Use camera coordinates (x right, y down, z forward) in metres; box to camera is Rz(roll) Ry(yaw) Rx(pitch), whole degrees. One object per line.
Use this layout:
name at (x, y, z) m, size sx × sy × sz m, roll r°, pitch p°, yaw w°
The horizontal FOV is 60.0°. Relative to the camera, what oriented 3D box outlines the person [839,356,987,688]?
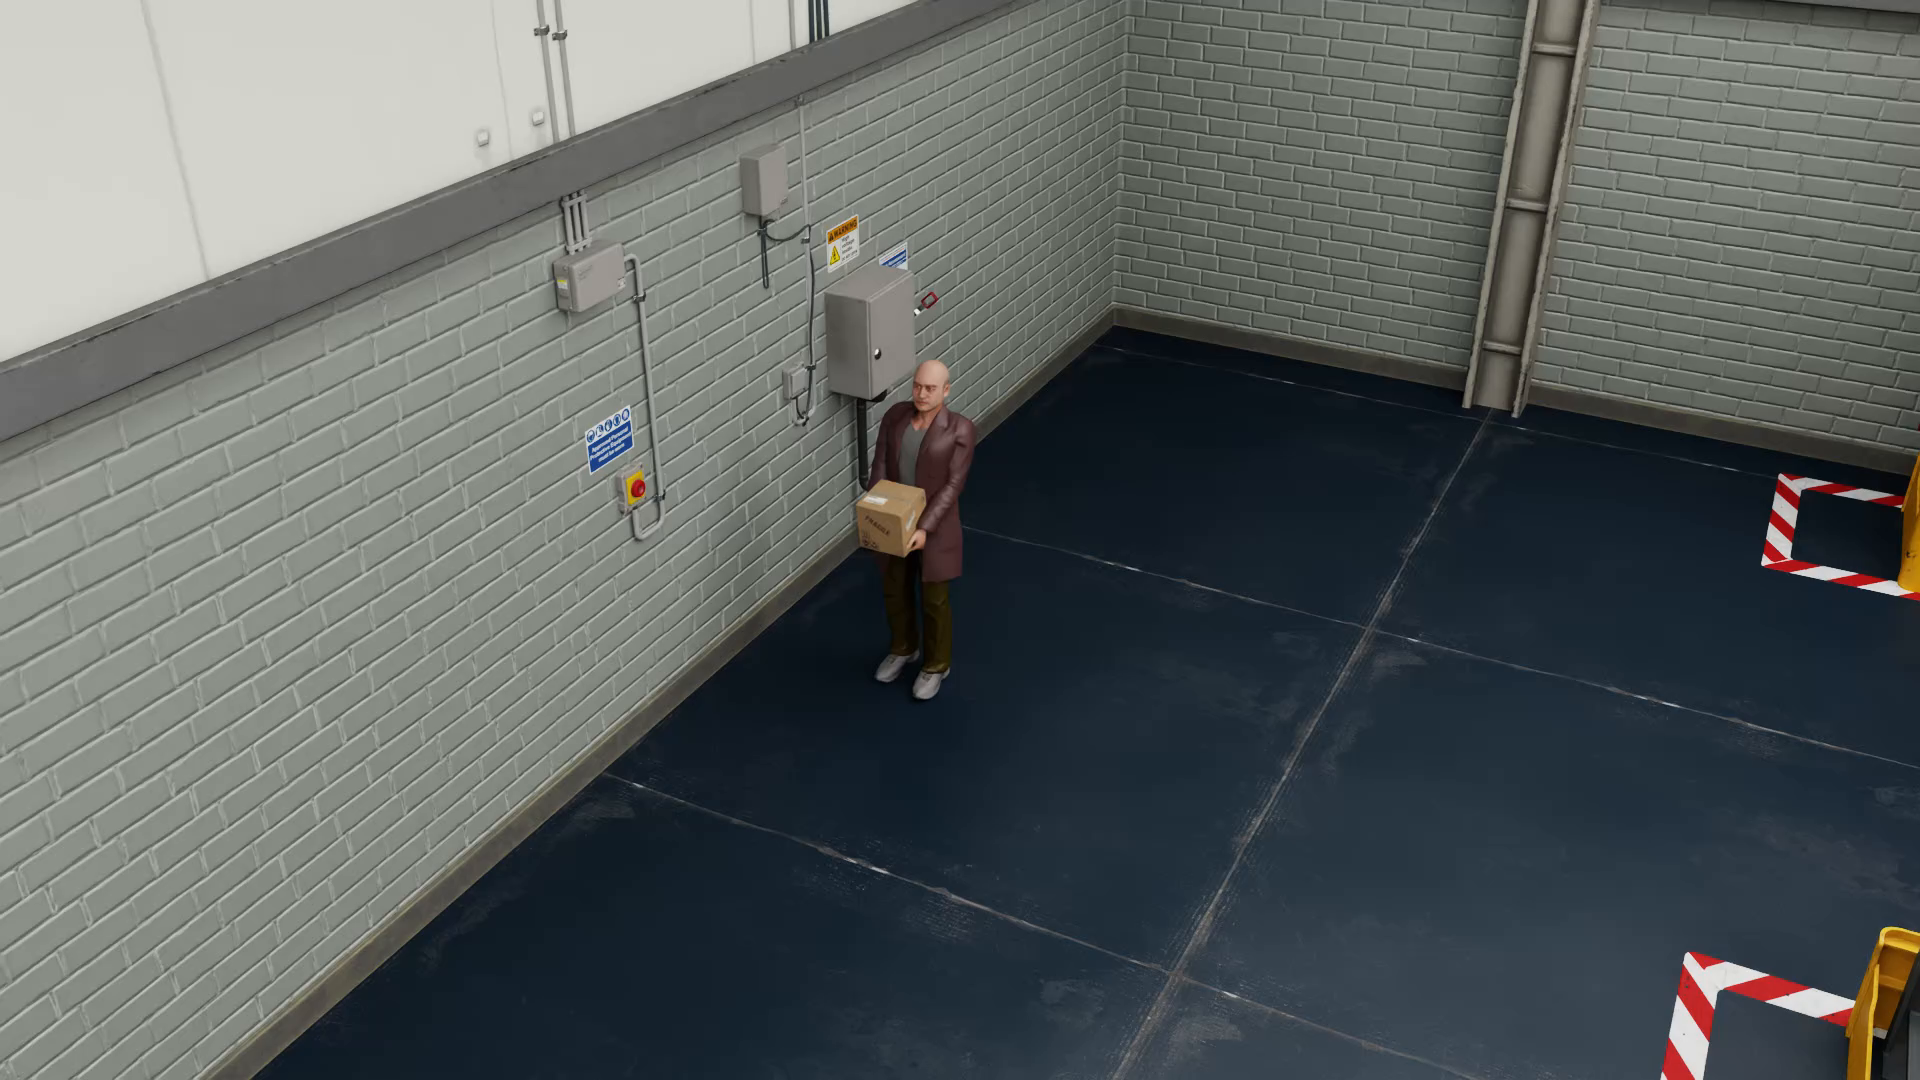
person at (-0.238, -0.046, 8.374) m, size 0.698 × 1.777 × 0.581 m, roll 14°, pitch 33°, yaw 23°
